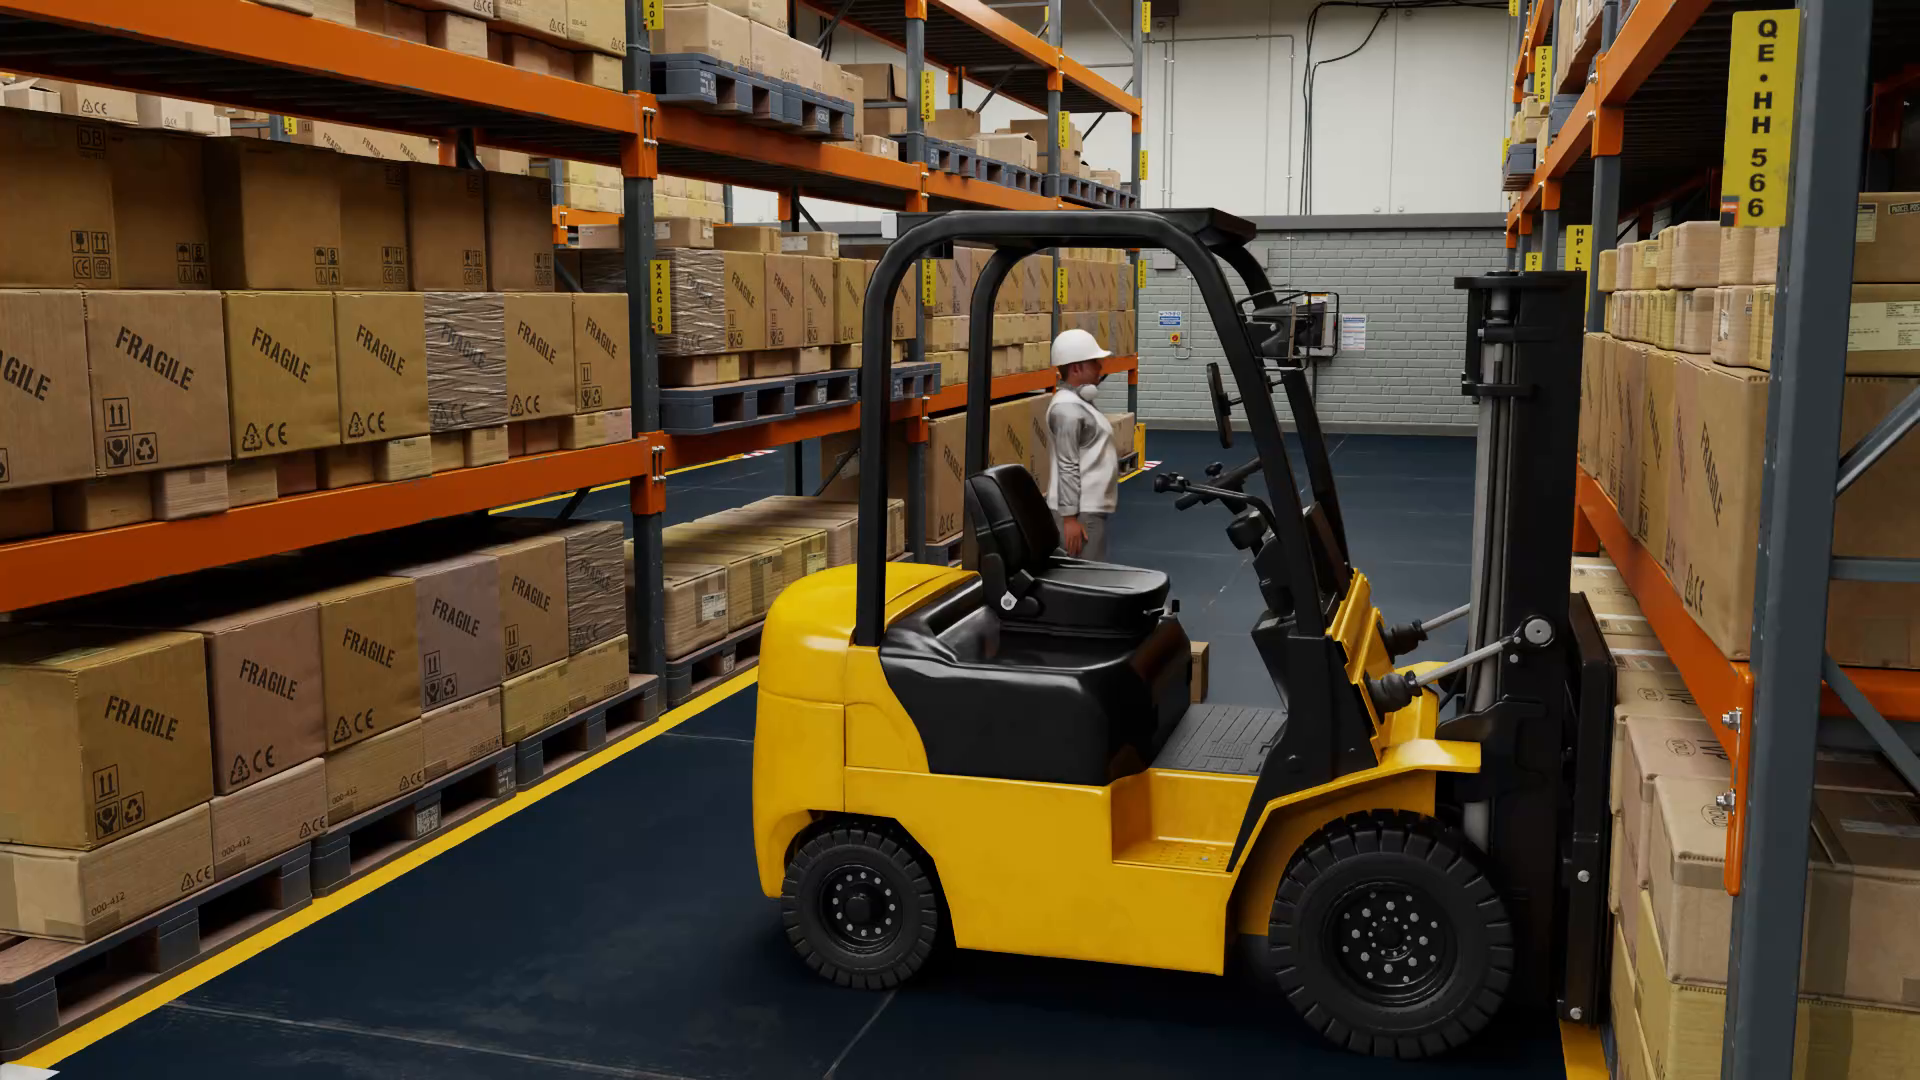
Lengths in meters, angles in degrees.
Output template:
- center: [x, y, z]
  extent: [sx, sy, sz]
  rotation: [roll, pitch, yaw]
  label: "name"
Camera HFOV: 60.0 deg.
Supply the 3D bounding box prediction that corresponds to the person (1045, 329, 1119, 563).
- center: [0.597, -0.139, 8.160]
  extent: [0.505, 1.776, 0.555]
  rotation: [0, 8, 3]
  label: "person"
